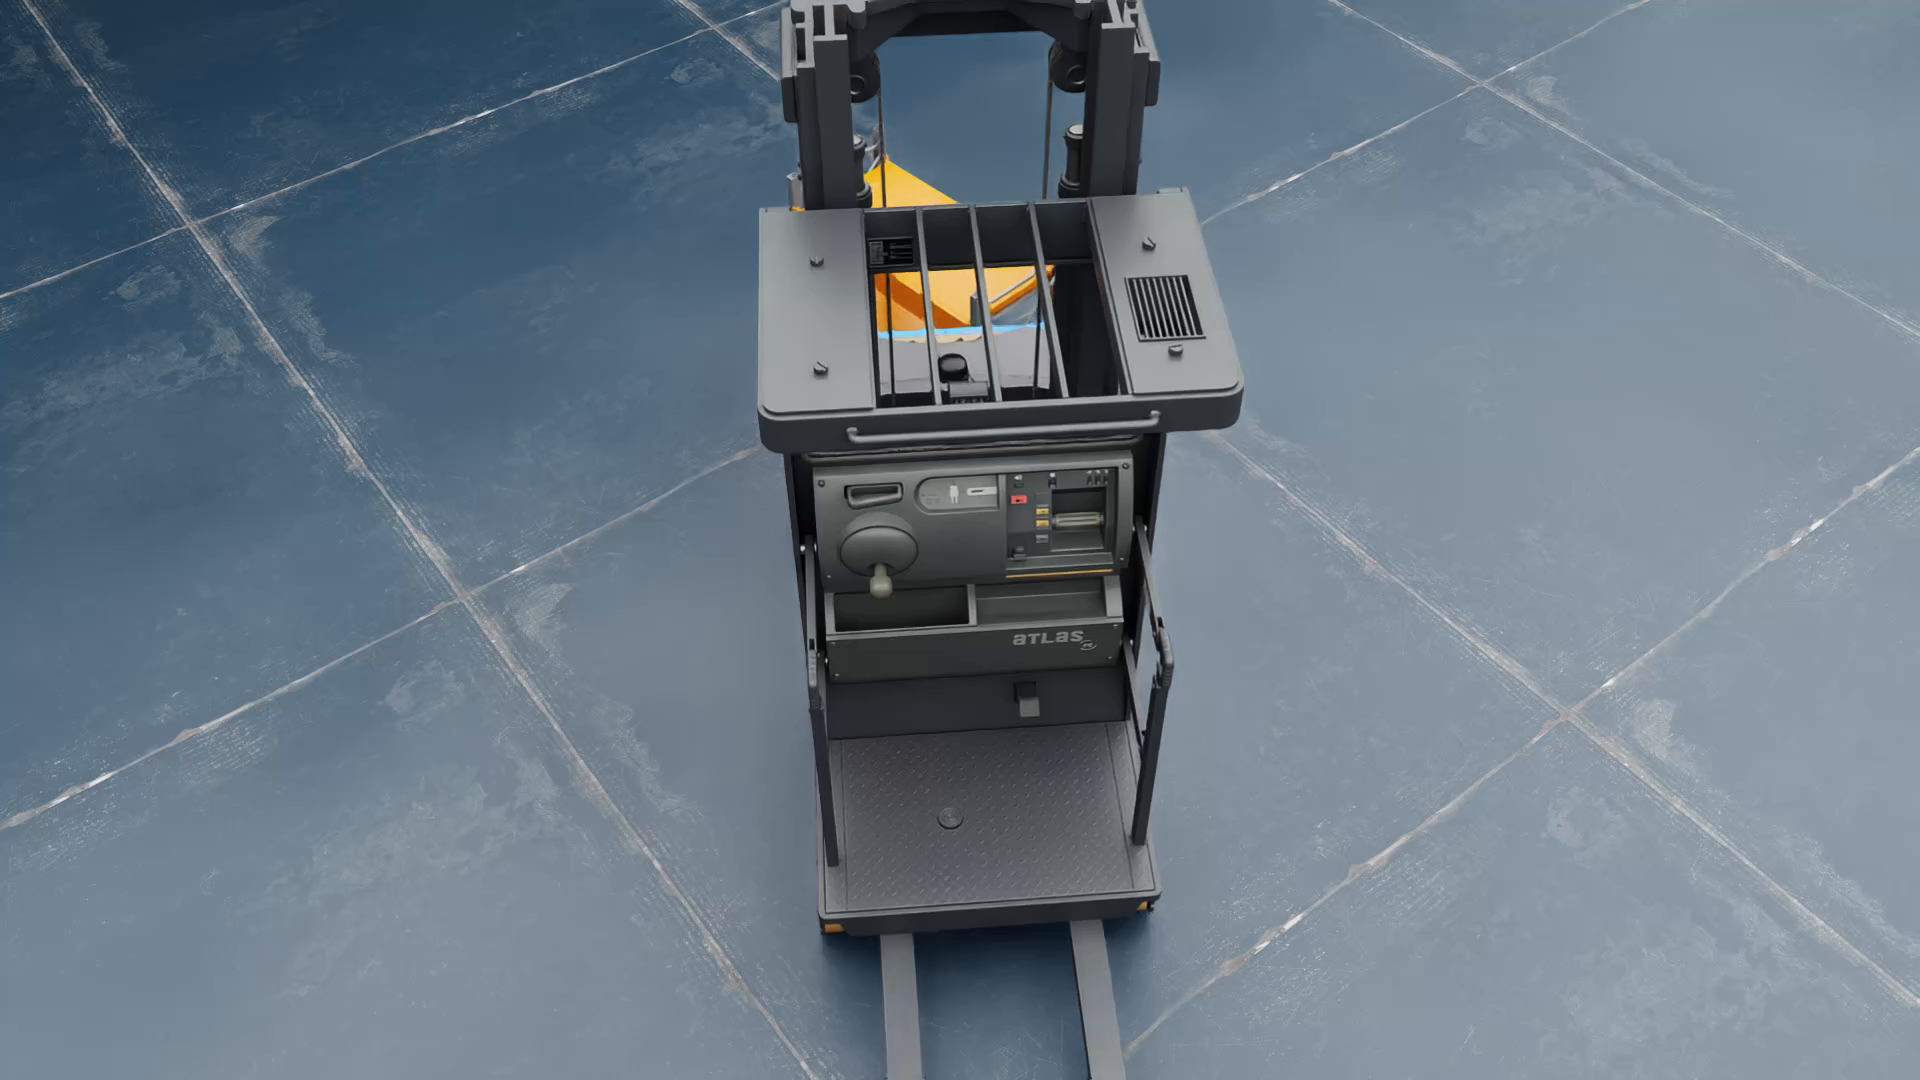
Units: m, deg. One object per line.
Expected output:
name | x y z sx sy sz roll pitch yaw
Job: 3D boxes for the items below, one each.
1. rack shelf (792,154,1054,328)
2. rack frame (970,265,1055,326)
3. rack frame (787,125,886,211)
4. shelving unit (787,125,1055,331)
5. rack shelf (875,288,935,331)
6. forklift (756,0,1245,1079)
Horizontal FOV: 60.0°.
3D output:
rack shelf | -0.134 -1.101 6.593 0.538 0.278 1.000 -36 57 -28
rack frame | 0.224 -0.638 6.568 0.500 1.125 0.032 -36 57 -28
rack frame | -0.493 -1.171 7.051 0.500 1.125 0.032 -36 57 -28
shelving unit | -0.134 -0.904 6.810 0.538 1.125 1.048 -36 57 -28
rack shelf | -0.134 -0.740 6.991 0.538 0.278 1.000 -36 57 -28
forklift | 0.062 0.056 4.720 1.130 2.935 3.031 -3 48 -3
